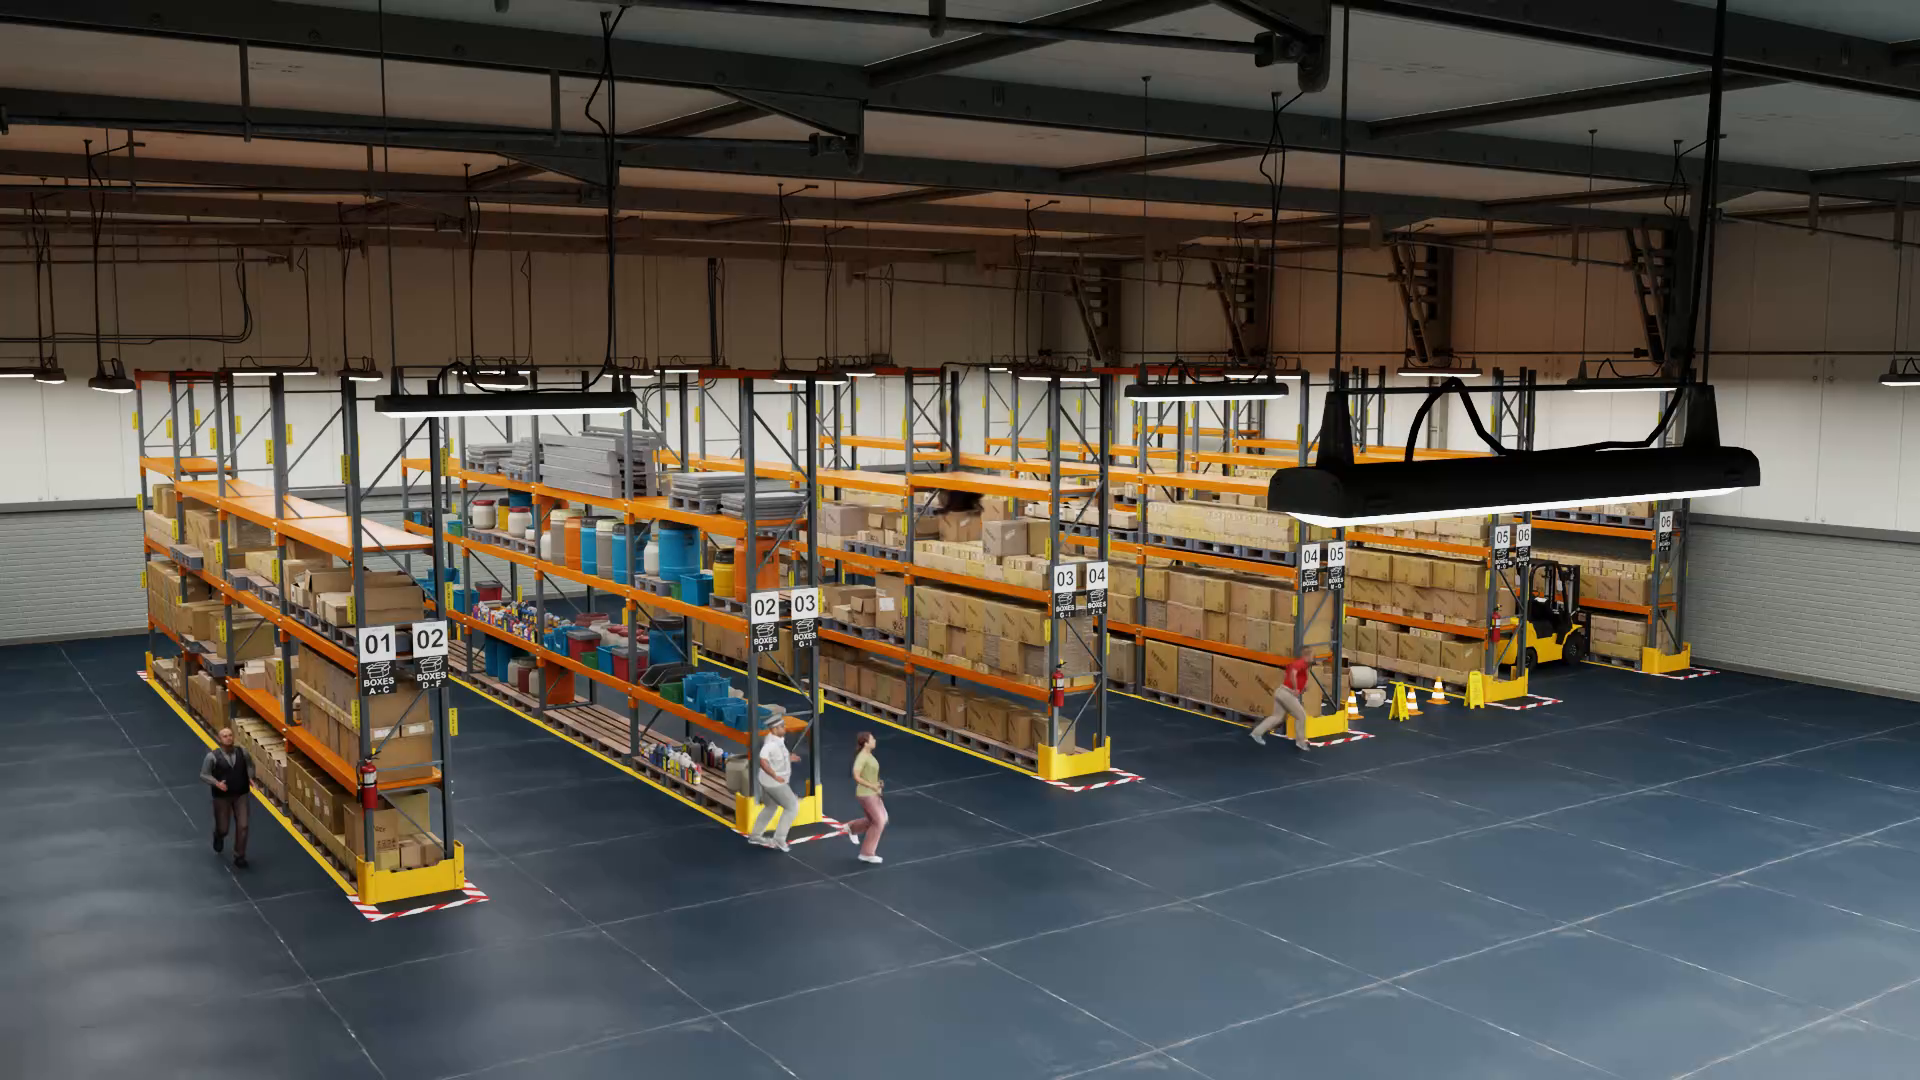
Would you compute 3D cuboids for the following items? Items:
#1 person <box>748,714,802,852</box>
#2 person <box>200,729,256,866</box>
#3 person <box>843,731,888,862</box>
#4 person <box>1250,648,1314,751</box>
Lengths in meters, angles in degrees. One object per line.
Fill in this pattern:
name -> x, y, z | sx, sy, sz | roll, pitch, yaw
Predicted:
person -> -2.327, 3.110, 21.113 | 0.684, 1.832, 0.636 | -2, 7, -19
person -> -9.058, 3.170, 20.653 | 0.669, 1.684, 0.760 | -5, 8, -37
person -> -1.202, 3.197, 20.883 | 0.570, 1.631, 0.623 | 1, 6, 7
person -> 5.126, 2.568, 26.417 | 1.021, 1.693, 0.705 | 0, 6, -4
